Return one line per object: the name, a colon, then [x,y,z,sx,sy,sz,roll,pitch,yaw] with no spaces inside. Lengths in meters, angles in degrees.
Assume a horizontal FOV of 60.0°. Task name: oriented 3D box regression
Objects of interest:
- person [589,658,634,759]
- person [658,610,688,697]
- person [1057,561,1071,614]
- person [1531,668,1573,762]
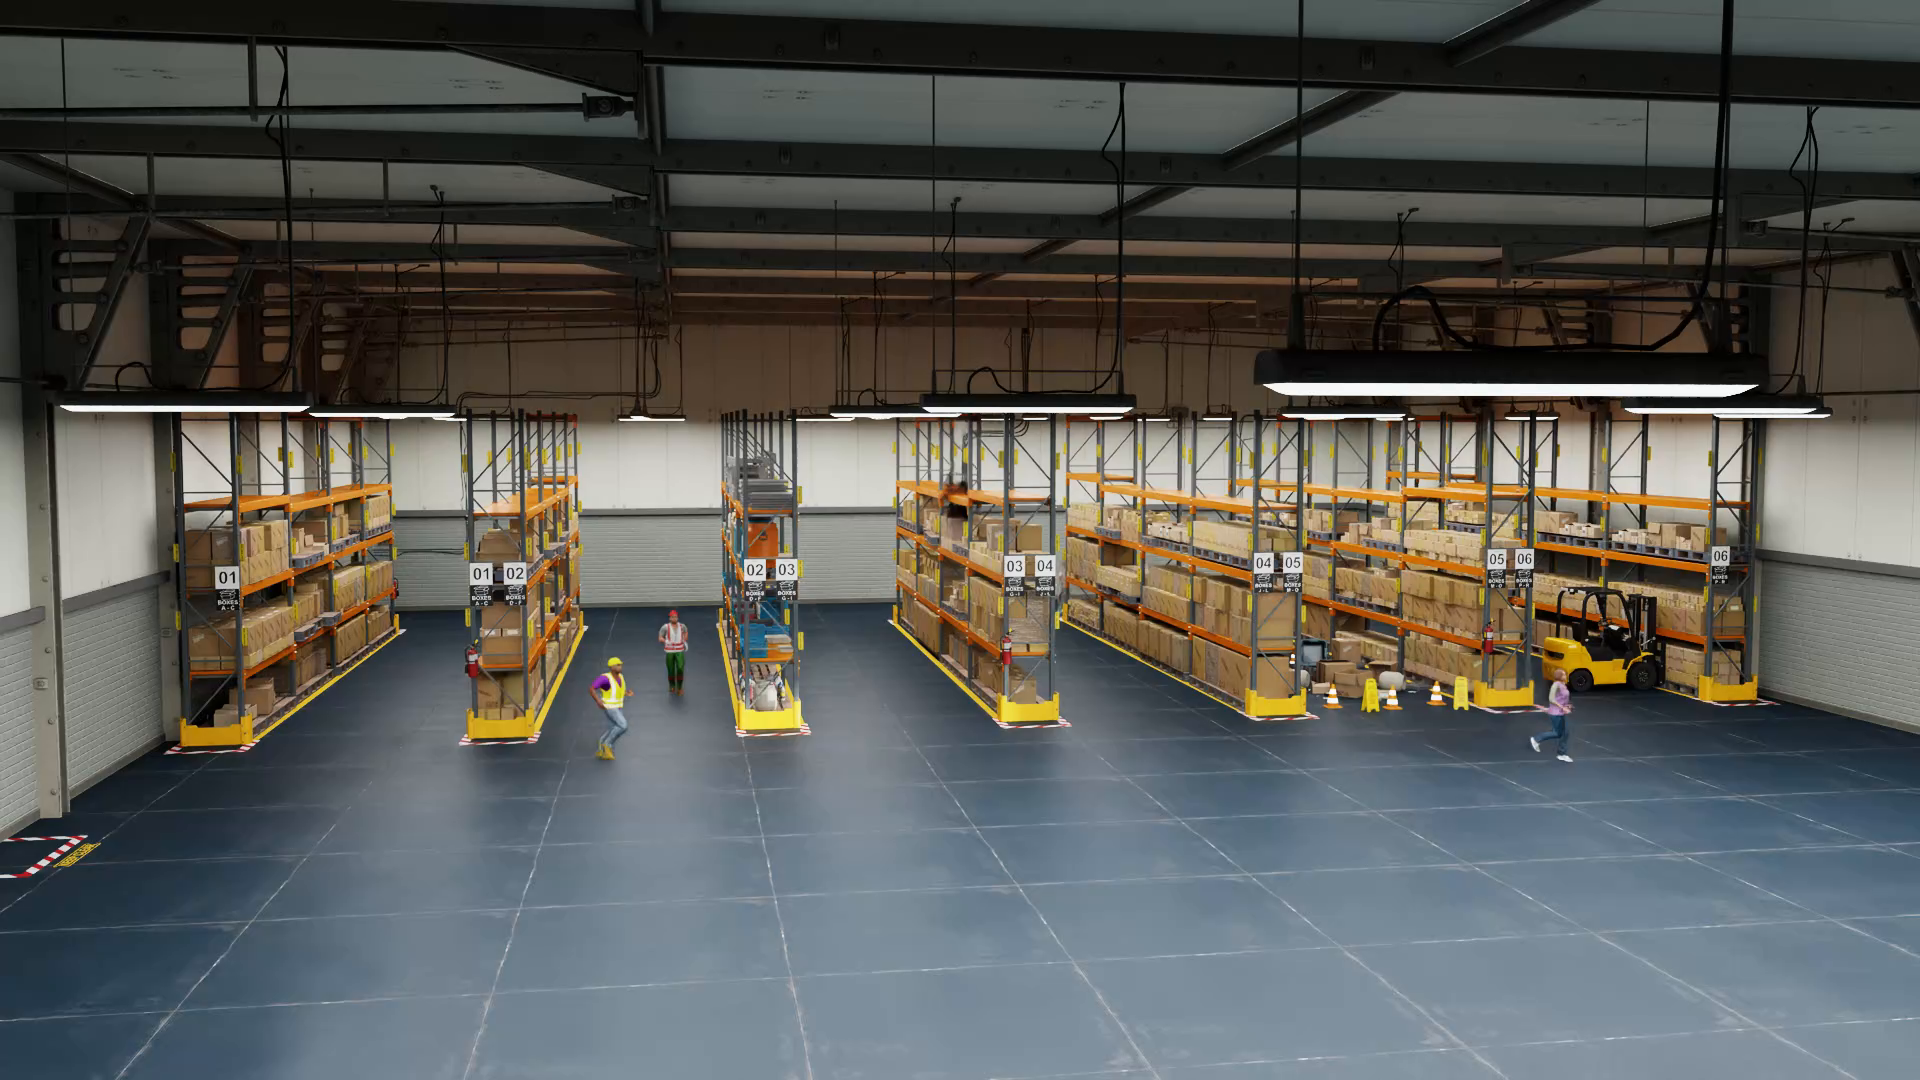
person: [-5.912,2.866,28.374,0.696,1.717,0.689,1,4,18]
person: [-6.037,2.391,35.078,0.636,1.823,0.763,-1,4,-15]
person: [3.175,1.446,50.050,0.719,1.650,0.508,-3,5,-40]
person: [10.149,2.972,28.390,0.694,1.586,0.543,3,5,38]
